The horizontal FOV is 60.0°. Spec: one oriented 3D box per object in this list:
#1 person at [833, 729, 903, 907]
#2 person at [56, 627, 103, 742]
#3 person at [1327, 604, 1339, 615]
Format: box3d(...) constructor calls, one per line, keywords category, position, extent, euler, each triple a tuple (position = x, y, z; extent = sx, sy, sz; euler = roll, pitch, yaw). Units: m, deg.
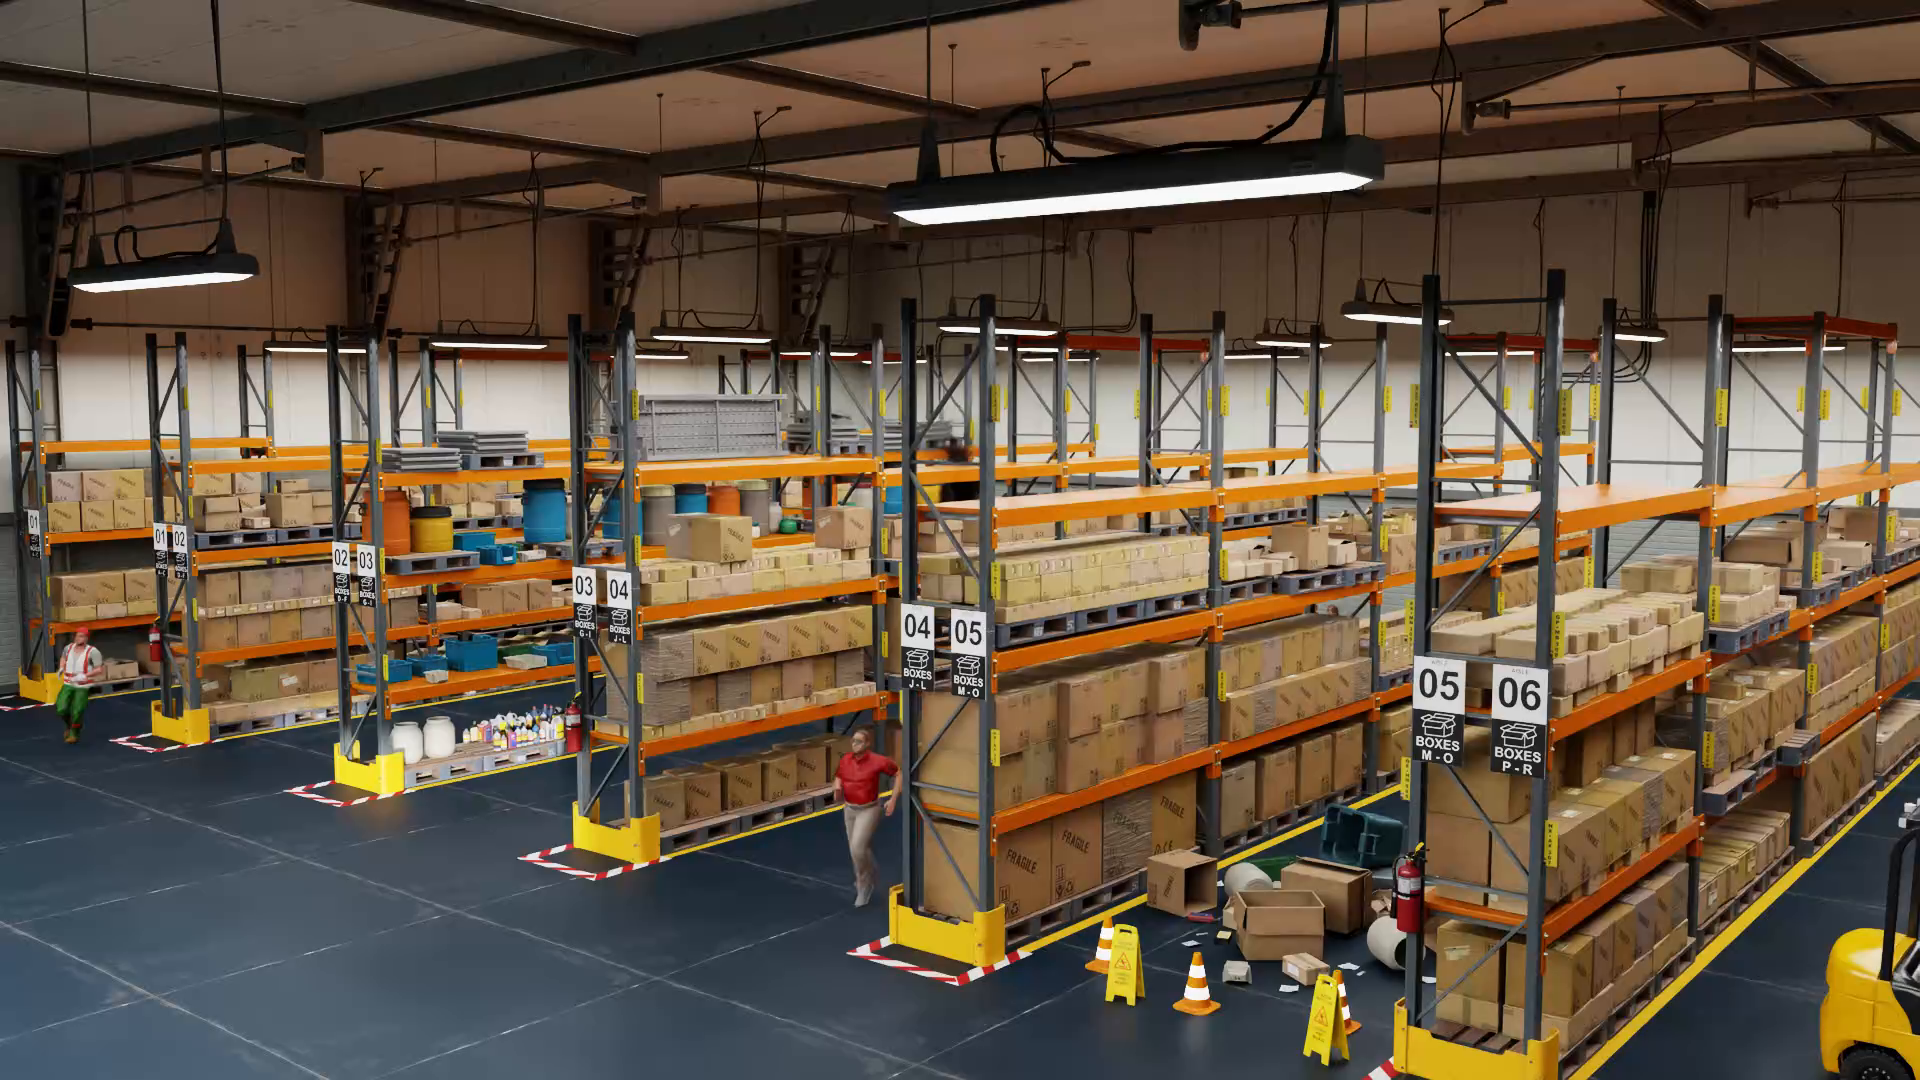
box3d(category="person", position=(-0.978, 2.814, 16.857), extent=(0.693, 1.810, 0.759), euler=(4, 6, 35))
box3d(category="person", position=(-12.846, 2.118, 24.257), extent=(0.667, 1.722, 0.550), euler=(0, 5, -4))
box3d(category="person", position=(6.323, 1.860, 28.293), extent=(0.529, 1.556, 0.577), euler=(3, 6, 31))
